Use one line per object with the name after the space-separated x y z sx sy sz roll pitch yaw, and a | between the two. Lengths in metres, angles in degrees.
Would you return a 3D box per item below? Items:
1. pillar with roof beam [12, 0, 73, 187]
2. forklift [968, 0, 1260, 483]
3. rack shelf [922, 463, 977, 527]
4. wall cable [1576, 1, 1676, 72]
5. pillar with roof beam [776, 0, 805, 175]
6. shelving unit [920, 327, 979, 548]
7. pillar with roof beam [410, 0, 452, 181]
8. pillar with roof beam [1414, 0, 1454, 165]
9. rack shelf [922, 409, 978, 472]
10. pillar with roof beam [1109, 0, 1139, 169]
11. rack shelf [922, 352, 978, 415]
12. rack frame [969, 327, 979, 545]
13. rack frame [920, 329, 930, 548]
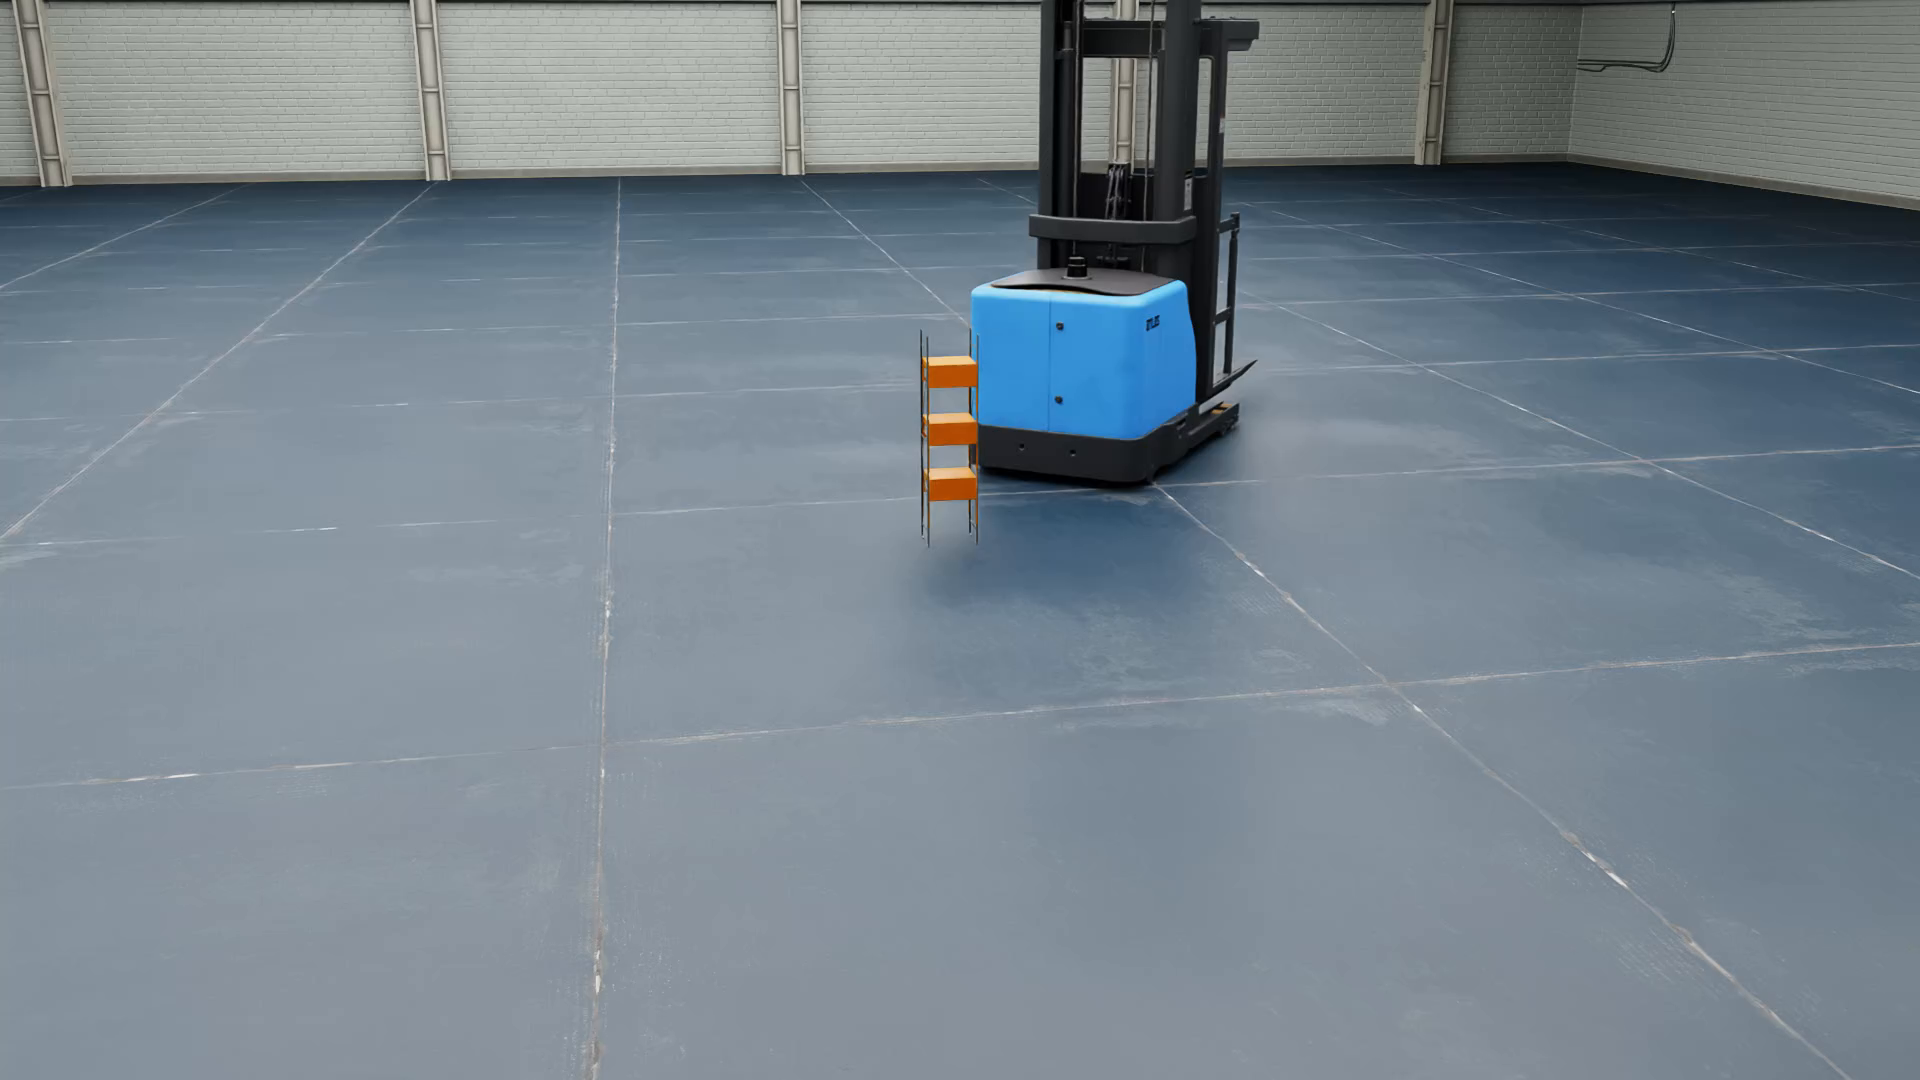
-13.908 -8.840 21.768 0.400 9.000 9.100 -3 17 -10 | pillar with roof beam
1.133 -2.104 10.169 1.130 2.935 3.031 8 19 24 | forklift
-0.053 -0.223 8.233 0.240 0.259 0.215 -3 17 -10 | rack shelf
11.983 -9.717 29.909 0.112 2.526 3.097 -3 17 -10 | wall cable
-2.126 -9.509 23.944 0.400 9.000 9.100 -3 17 -10 | pillar with roof beam
-0.053 -0.499 8.148 0.252 1.050 0.215 -3 17 -10 | shelving unit
-8.017 -9.175 22.856 0.400 9.000 9.100 -3 17 -10 | pillar with roof beam
9.656 -10.177 26.120 0.400 9.000 9.100 -3 17 -10 | pillar with roof beam
-0.053 -0.489 8.151 0.240 0.259 0.215 -3 17 -10 | rack shelf
3.765 -9.843 25.032 0.400 9.000 9.100 -3 17 -10 | pillar with roof beam
-0.053 -0.760 8.068 0.240 0.259 0.215 -3 17 -10 | rack shelf
0.067 -0.506 8.170 0.008 1.050 0.200 -3 17 -10 | rack frame
-0.172 -0.492 8.126 0.008 1.050 0.200 -3 17 -10 | rack frame
